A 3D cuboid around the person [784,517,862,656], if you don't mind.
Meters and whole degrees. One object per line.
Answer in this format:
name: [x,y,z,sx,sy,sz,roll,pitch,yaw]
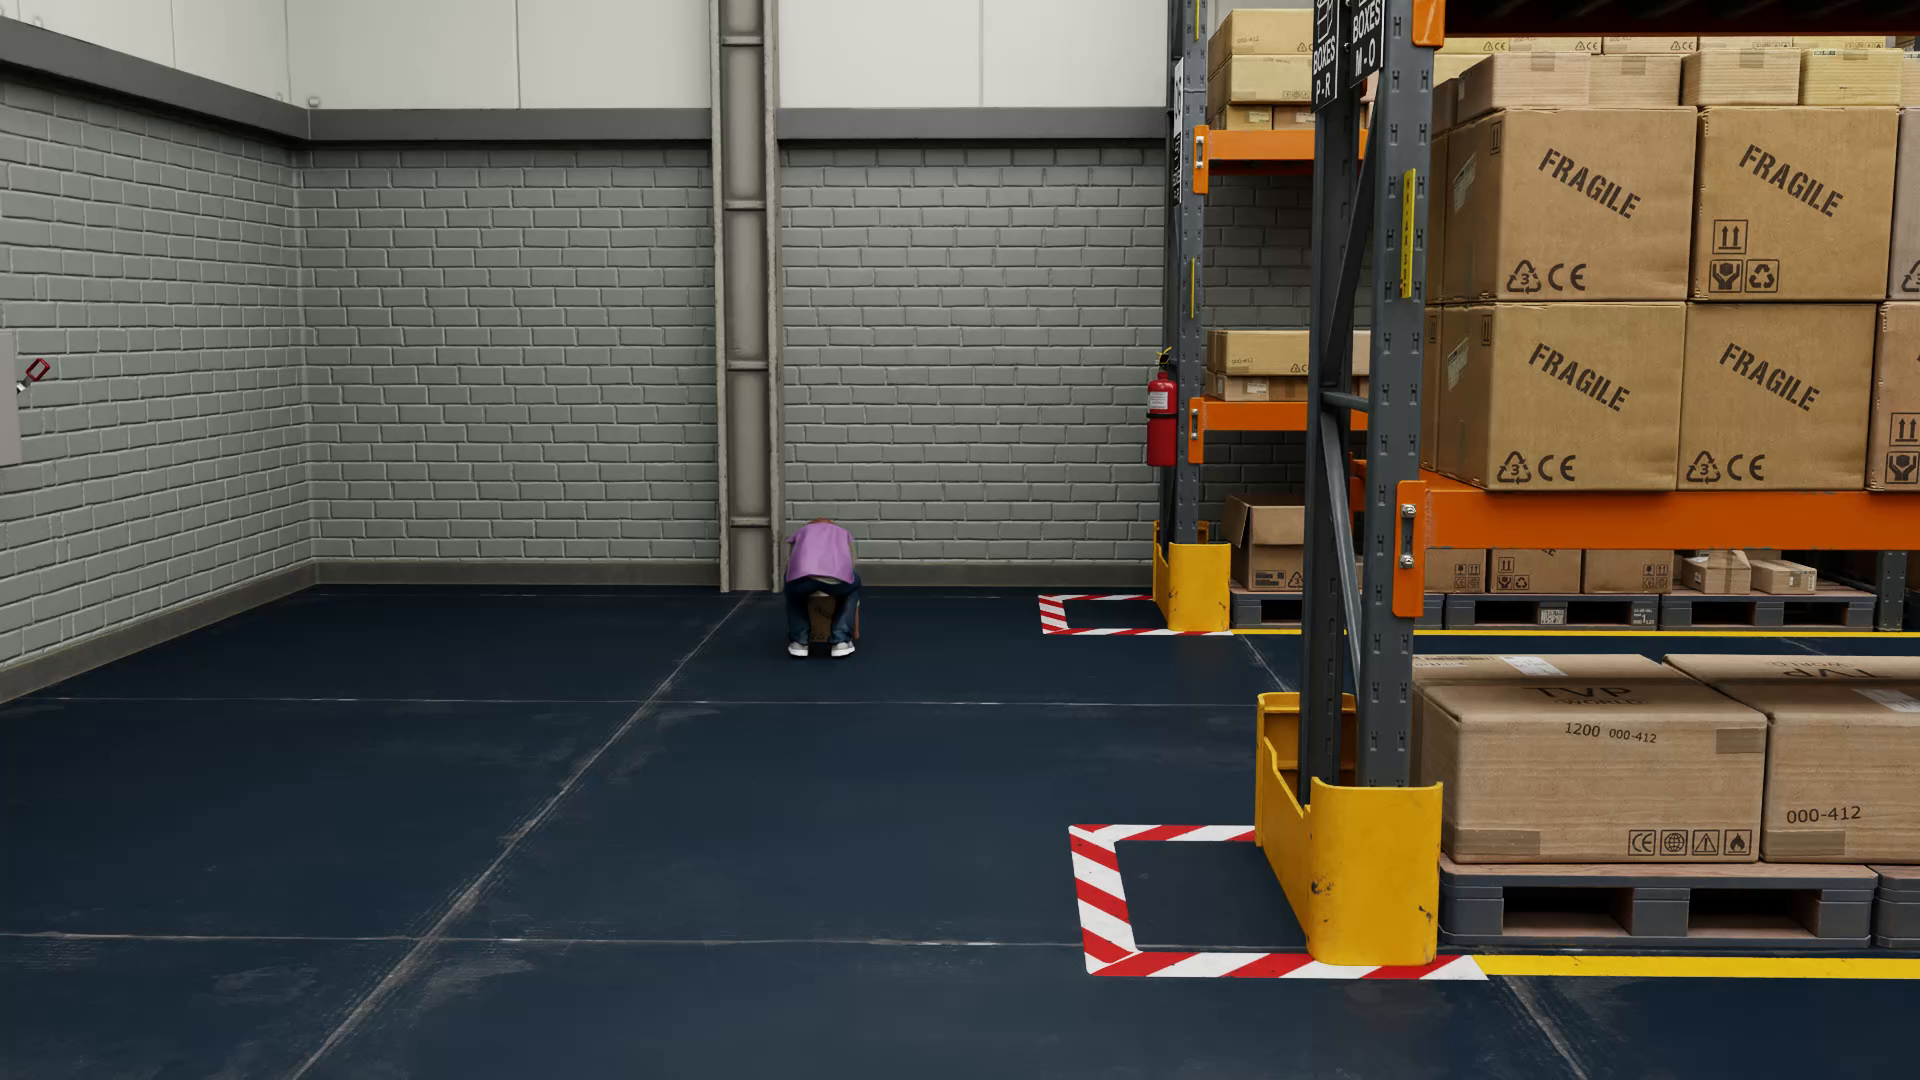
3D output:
person: [-0.739,0.263,8.921,0.421,0.694,0.863,0,7,0]
